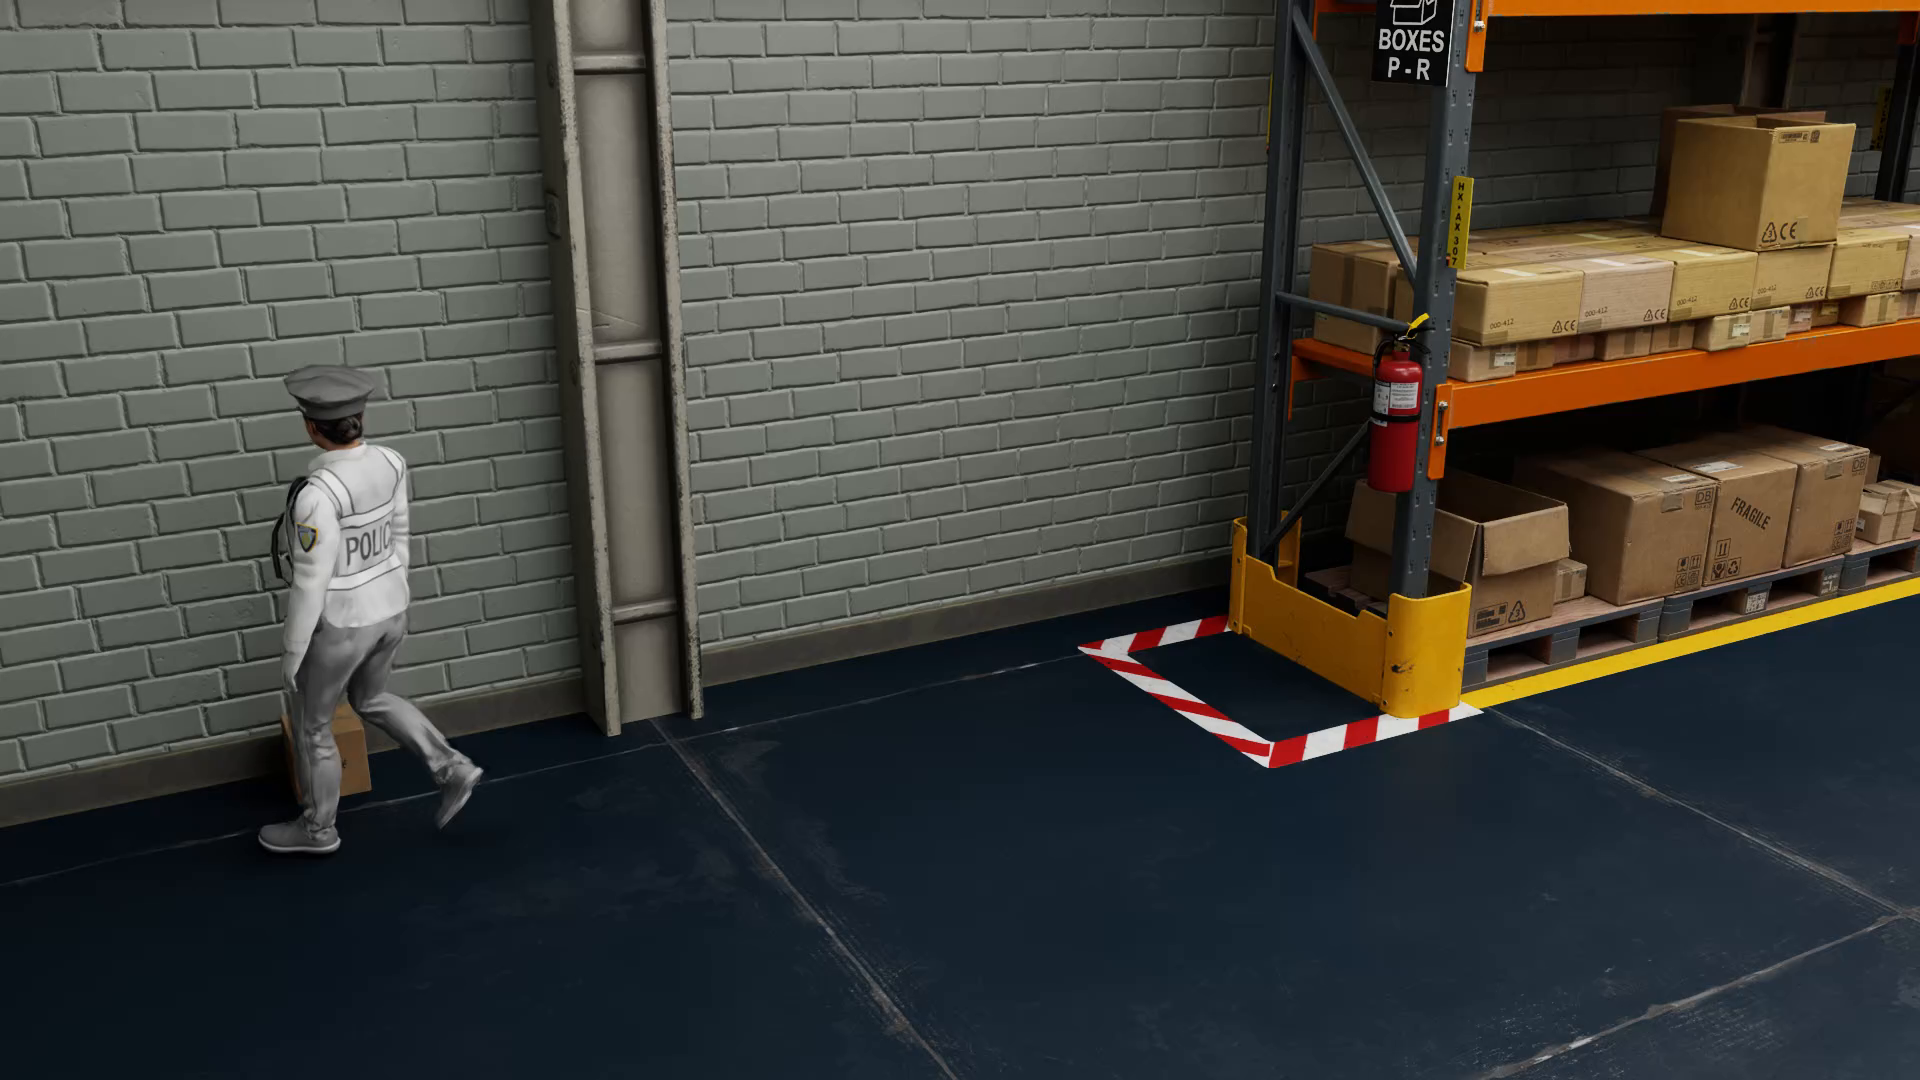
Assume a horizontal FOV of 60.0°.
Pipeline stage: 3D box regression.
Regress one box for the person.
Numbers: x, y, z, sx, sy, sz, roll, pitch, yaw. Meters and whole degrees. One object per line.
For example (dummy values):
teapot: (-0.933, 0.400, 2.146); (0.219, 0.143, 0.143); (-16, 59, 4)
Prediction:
person: (-1.976, 0.251, 5.303); (0.742, 1.640, 0.519); (6, 20, 18)
